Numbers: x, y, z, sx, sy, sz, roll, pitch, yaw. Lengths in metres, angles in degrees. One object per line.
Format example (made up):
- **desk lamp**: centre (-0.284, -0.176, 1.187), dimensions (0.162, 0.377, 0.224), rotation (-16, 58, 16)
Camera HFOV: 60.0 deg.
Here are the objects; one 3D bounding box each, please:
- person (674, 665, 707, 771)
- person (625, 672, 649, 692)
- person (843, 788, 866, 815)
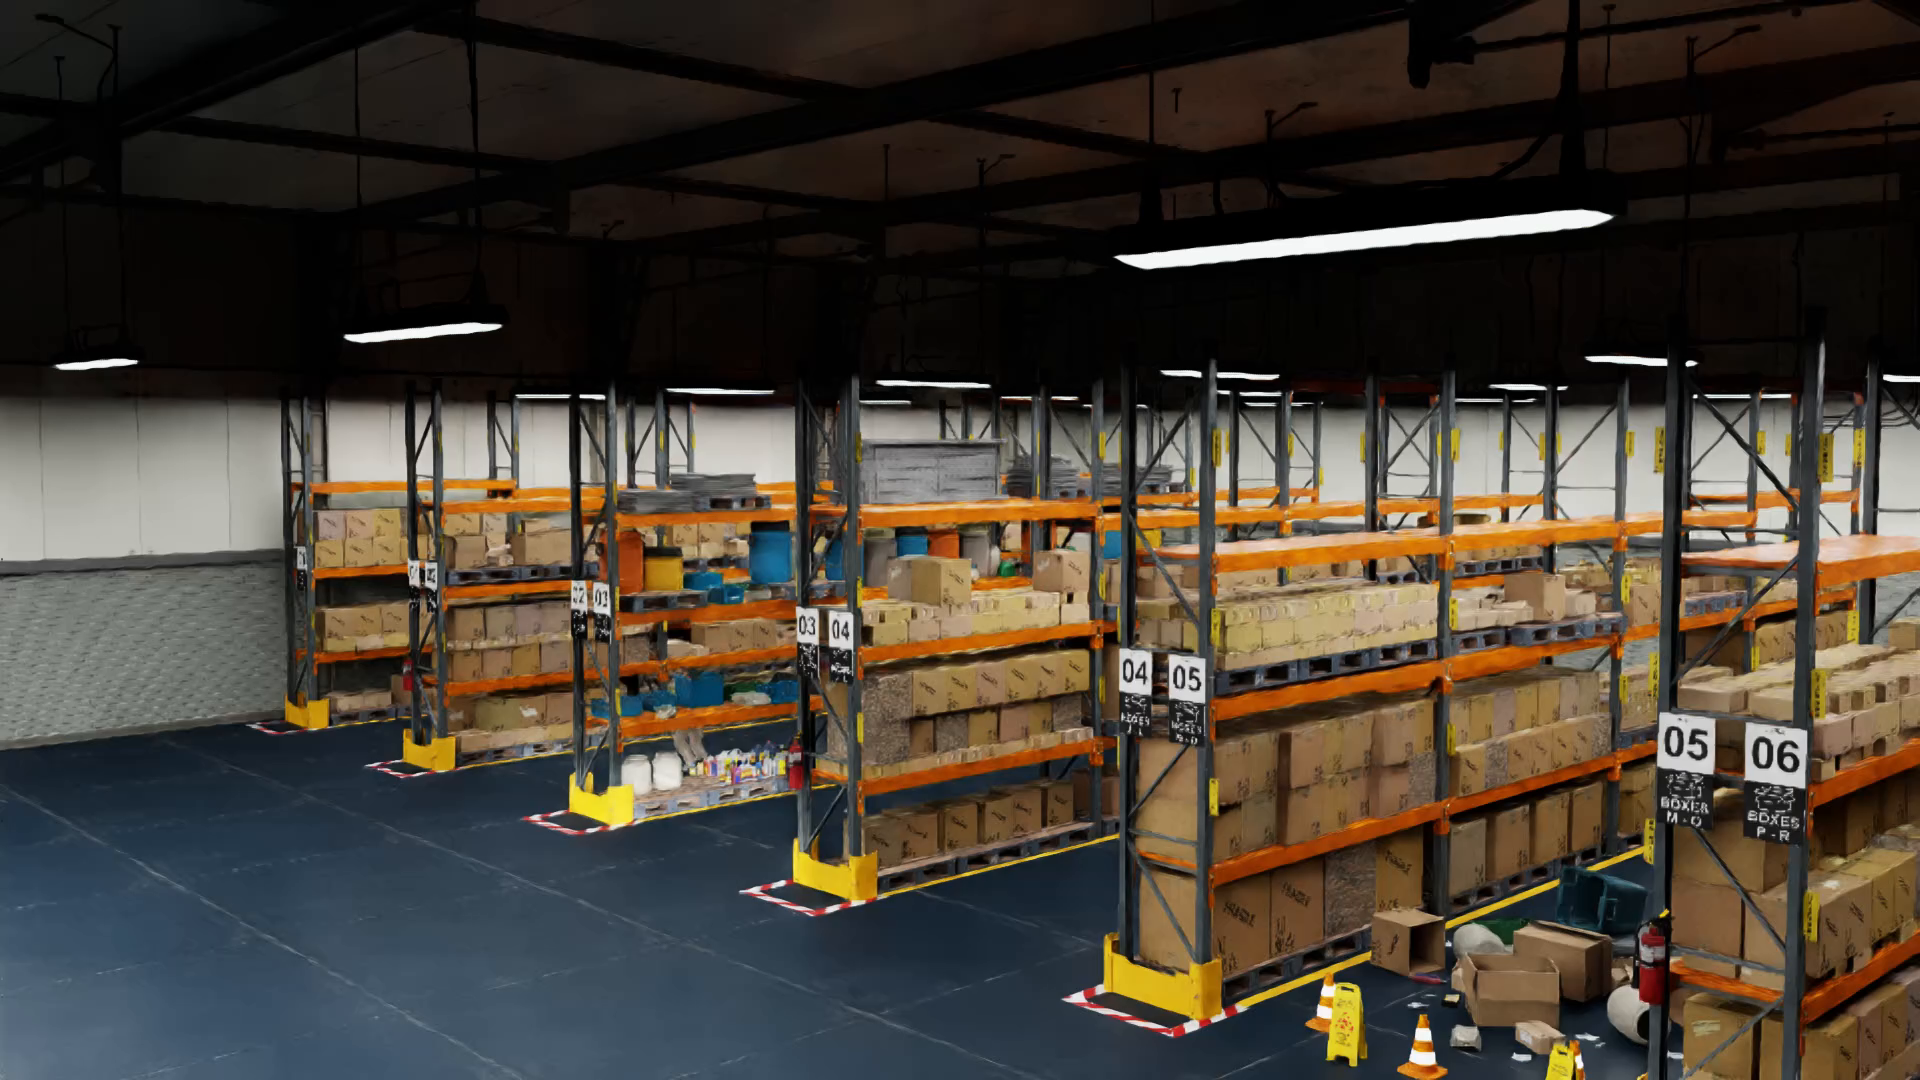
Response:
- **person**: centre (-4.097, 2.719, 25.262), dimensions (0.682, 1.675, 0.535), rotation (4, 5, 45)
- **person**: centre (-5.976, 2.367, 30.344), dimensions (1.115, 1.700, 0.543), rotation (-3, 5, -41)
- **person**: centre (-1.398, 2.937, 22.265), dimensions (0.656, 1.597, 0.818), rotation (2, 4, 30)
